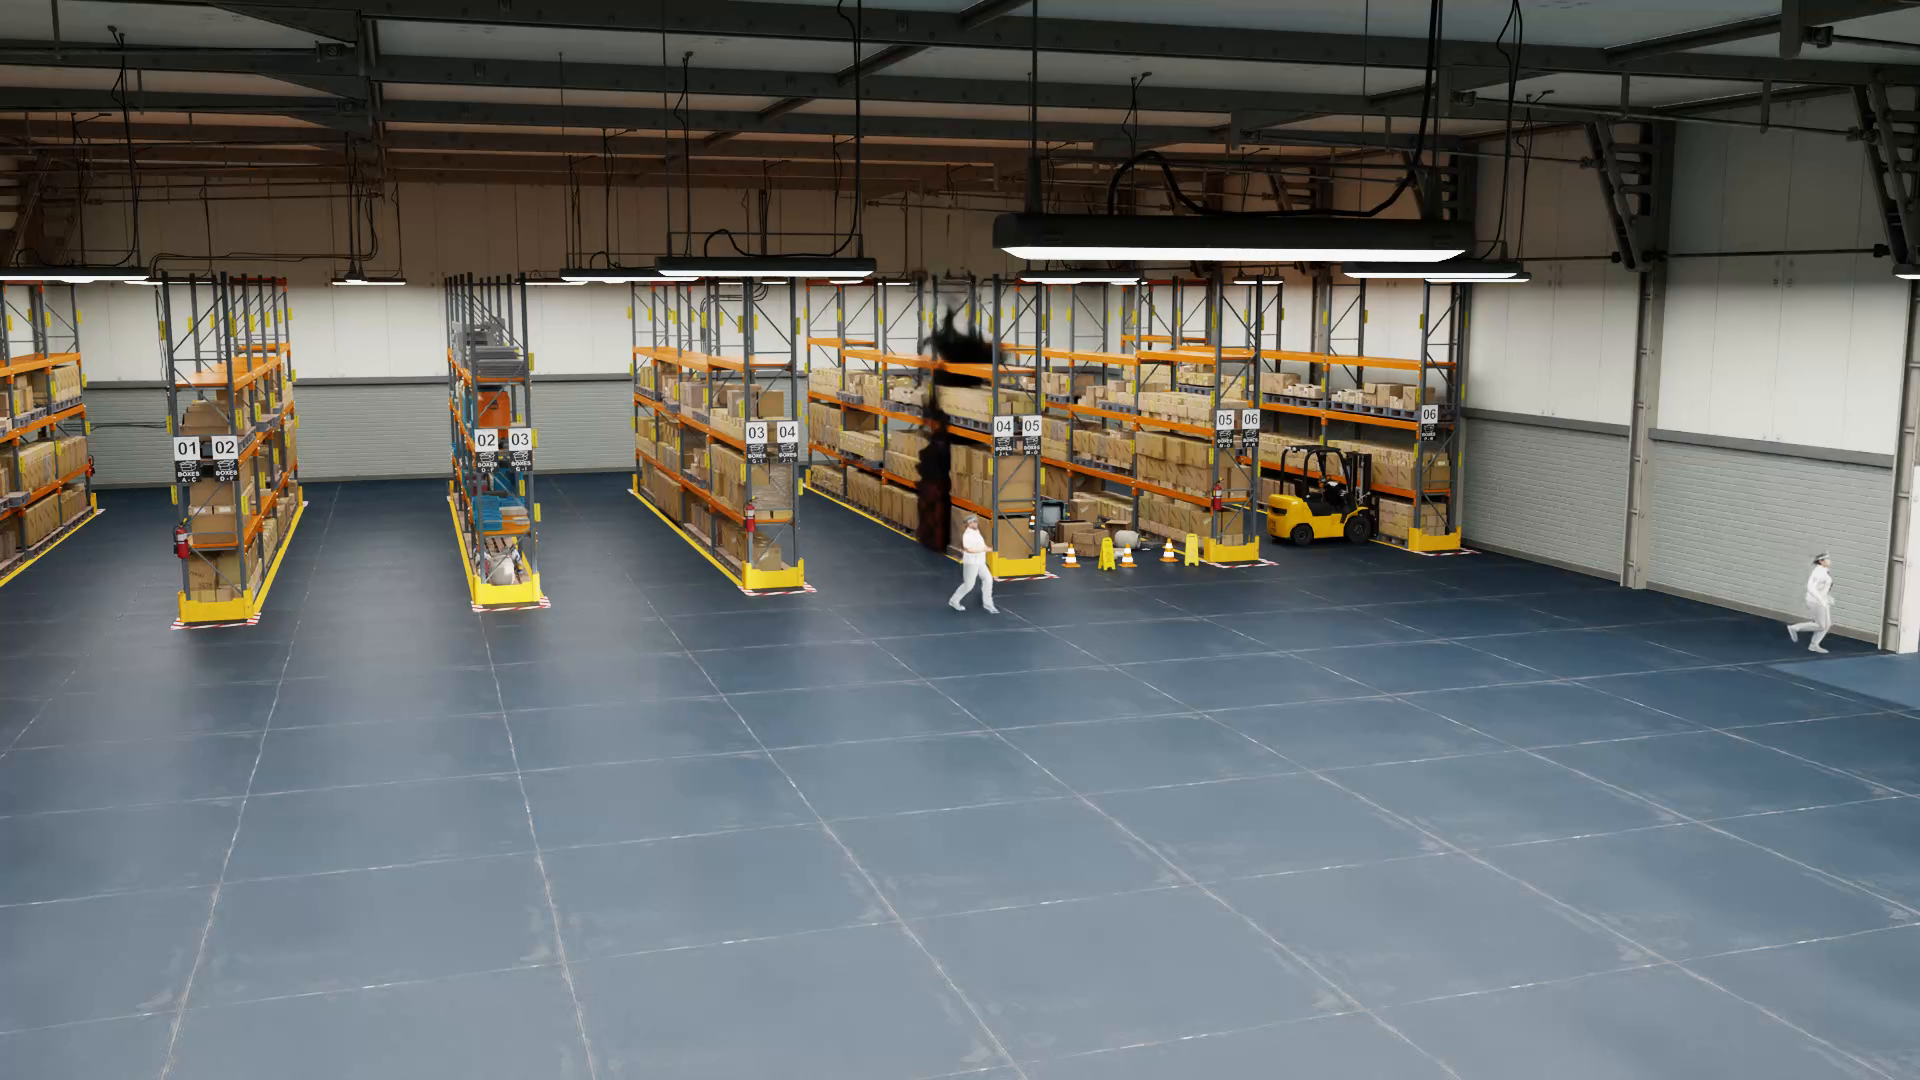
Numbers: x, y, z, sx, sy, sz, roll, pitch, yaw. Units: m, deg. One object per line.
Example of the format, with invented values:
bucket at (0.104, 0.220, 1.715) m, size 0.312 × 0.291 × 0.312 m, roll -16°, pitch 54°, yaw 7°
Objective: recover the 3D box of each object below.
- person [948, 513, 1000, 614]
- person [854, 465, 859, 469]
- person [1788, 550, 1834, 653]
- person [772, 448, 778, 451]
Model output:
person at (0.250, 0.423, 29.505) m, size 0.896 × 1.819 × 0.668 m, roll 3°, pitch 9°, yaw 21°
person at (-2.958, -2.580, 49.594) m, size 0.728 × 1.764 × 0.625 m, roll -6°, pitch 11°, yaw -35°
person at (13.506, 0.958, 26.366) m, size 0.593 × 1.648 × 0.603 m, roll 7°, pitch 11°, yaw 37°
person at (-5.583, -2.450, 48.807) m, size 1.108 × 1.632 × 0.746 m, roll -7°, pitch 11°, yaw -39°
